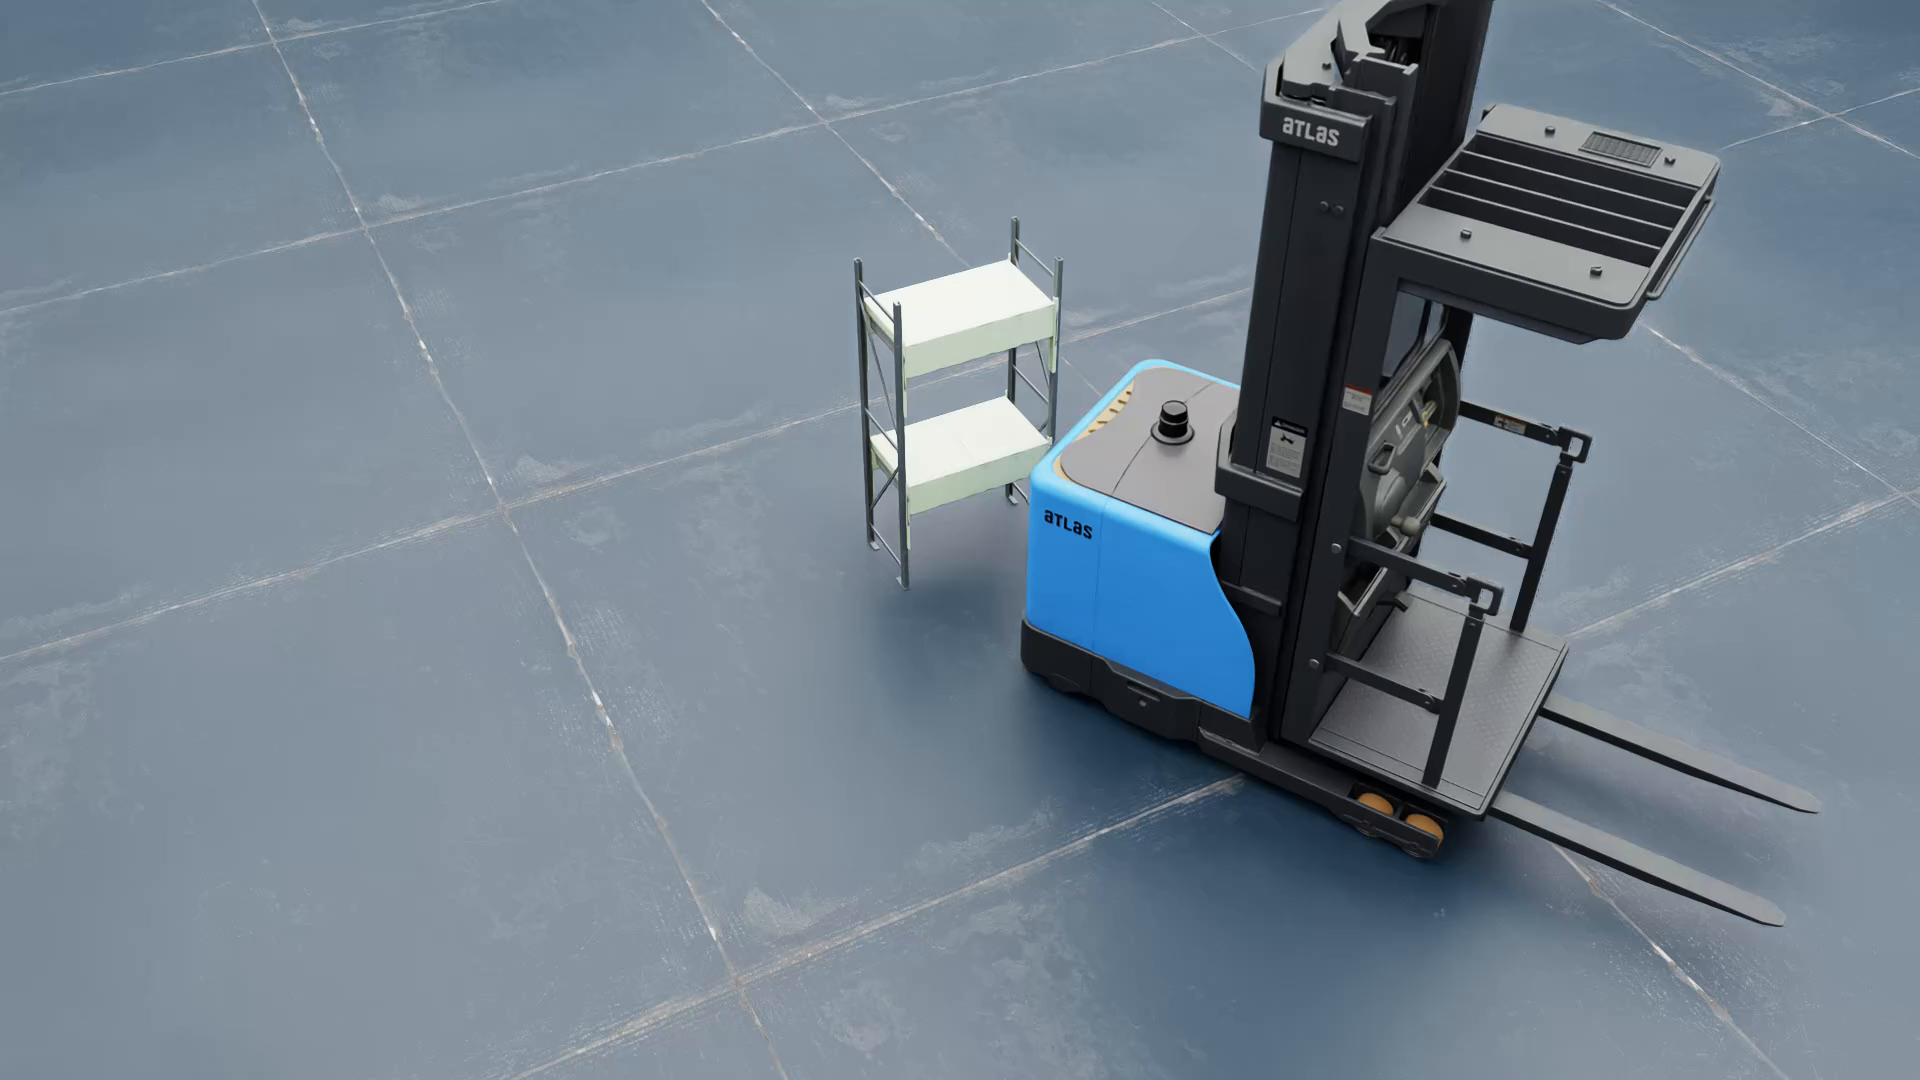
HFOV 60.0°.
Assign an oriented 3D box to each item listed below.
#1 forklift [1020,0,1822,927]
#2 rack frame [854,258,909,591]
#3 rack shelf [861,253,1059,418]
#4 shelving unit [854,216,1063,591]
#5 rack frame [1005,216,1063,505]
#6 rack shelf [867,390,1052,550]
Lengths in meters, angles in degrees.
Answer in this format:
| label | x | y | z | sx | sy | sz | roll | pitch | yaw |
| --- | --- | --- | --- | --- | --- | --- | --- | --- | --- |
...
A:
| label | x | y | z | sx | sy | sz | roll | pitch | yaw |
| --- | --- | --- | --- | --- | --- | --- | --- | --- | --- |
| forklift | 1.774 | -0.308 | 5.834 | 3.031 | 2.935 | 1.130 | 22 | 45 | 24 |
| rack frame | -0.331 | -0.461 | 7.123 | 0.023 | 1.500 | 0.400 | -19 | 44 | -21 |
| rack shelf | -0.006 | -0.868 | 7.000 | 0.720 | 0.370 | 0.431 | -19 | 44 | -21 |
| shelving unit | -0.006 | -0.570 | 7.252 | 0.755 | 1.500 | 0.431 | -19 | 44 | -21 |
| rack frame | 0.319 | -0.680 | 7.381 | 0.023 | 1.500 | 0.400 | -19 | 44 | -21 |
| rack shelf | -0.006 | -0.322 | 7.463 | 0.720 | 0.370 | 0.431 | -19 | 44 | -21 |
